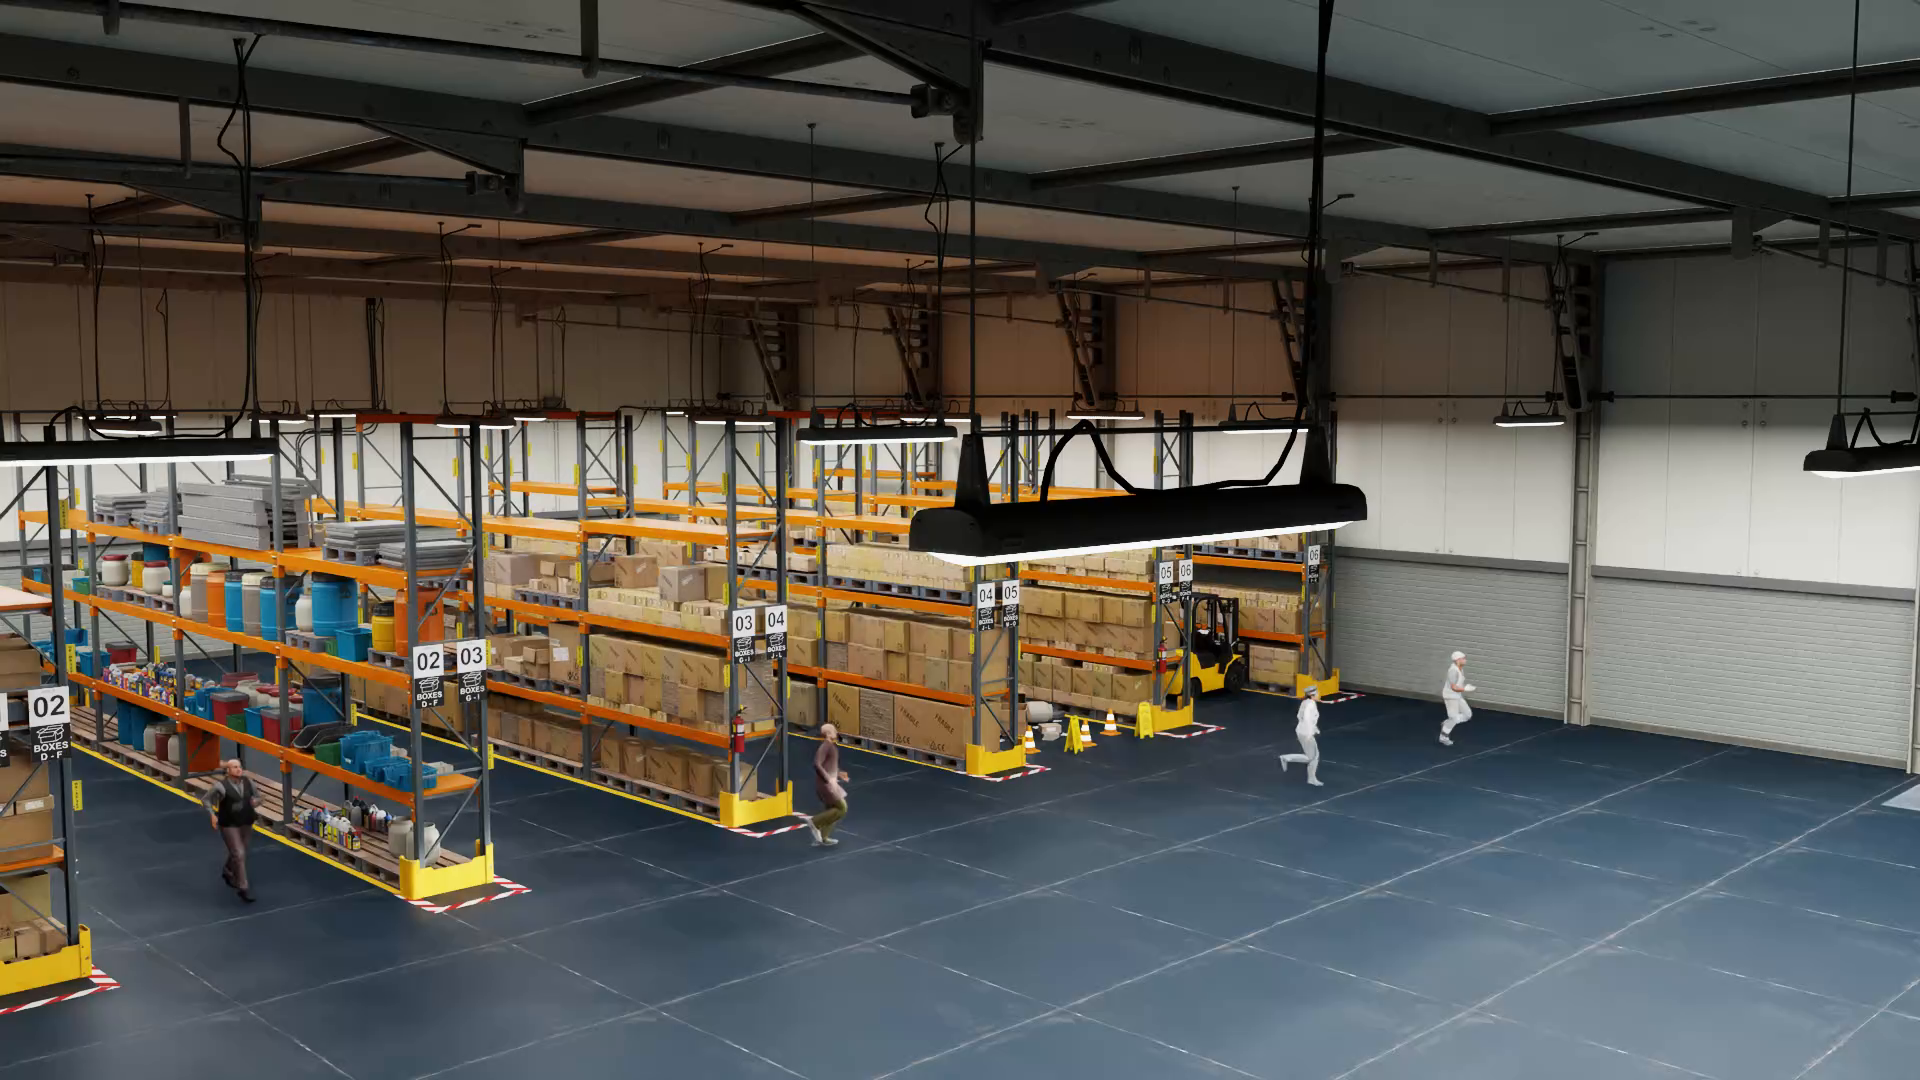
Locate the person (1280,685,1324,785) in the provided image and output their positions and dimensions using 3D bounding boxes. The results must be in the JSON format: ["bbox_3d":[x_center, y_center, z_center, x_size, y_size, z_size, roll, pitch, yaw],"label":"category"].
[{"bbox_3d":[5.572,3.184,27.063,0.726,1.658,0.498,0,5,2],"label":"person"}]

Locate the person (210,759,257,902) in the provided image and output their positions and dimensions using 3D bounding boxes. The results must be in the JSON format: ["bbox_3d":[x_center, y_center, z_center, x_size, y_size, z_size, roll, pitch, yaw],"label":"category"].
[{"bbox_3d":[-9.154,3.627,20.930,0.904,1.734,0.502,3,6,34],"label":"person"}]

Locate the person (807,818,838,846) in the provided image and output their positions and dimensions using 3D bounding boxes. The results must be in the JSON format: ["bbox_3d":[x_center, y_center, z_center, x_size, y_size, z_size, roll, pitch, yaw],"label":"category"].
[{"bbox_3d":[-1.934,4.103,23.379,0.445,0.418,0.249,0,5,-4],"label":"person"}]

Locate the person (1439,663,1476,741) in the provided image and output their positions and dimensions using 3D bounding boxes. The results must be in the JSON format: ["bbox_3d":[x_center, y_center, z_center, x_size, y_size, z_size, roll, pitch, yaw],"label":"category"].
[{"bbox_3d":[8.981,2.934,30.007,0.655,1.444,0.698,3,6,29],"label":"person"}]
